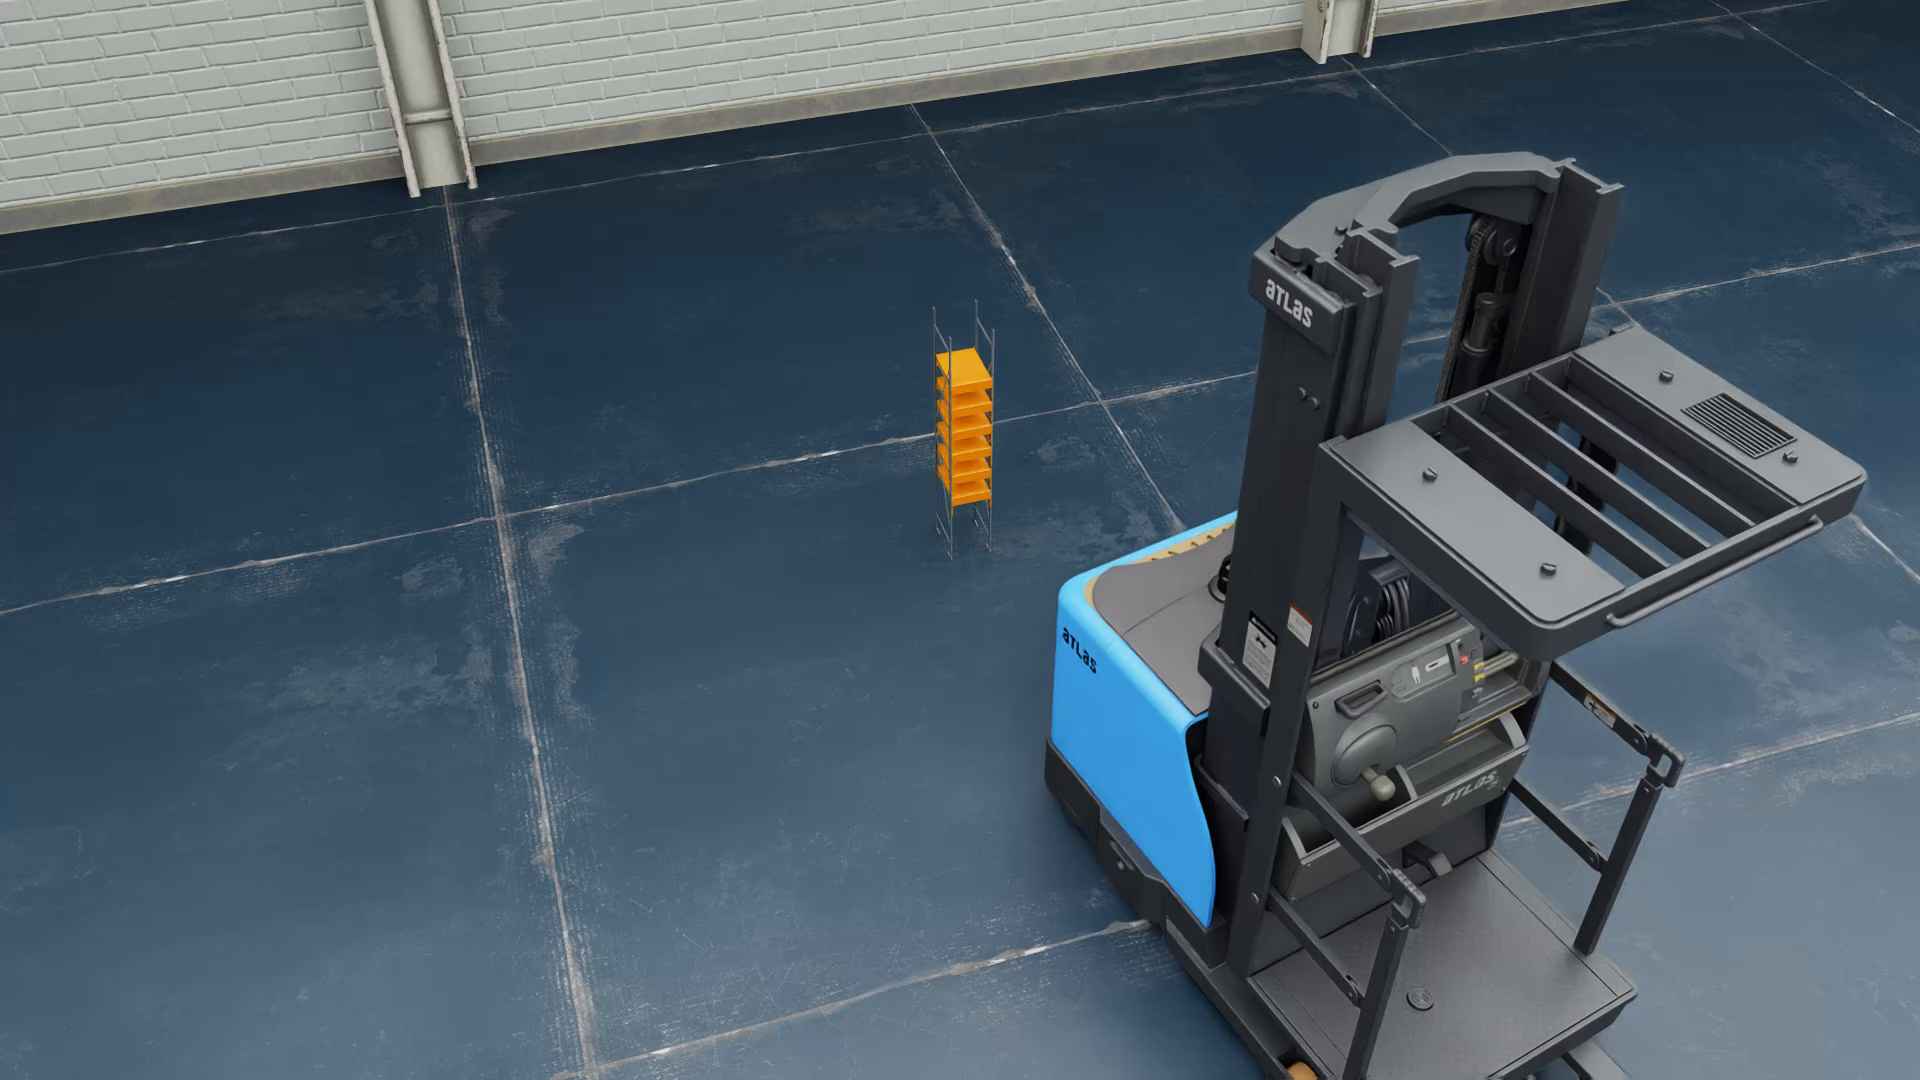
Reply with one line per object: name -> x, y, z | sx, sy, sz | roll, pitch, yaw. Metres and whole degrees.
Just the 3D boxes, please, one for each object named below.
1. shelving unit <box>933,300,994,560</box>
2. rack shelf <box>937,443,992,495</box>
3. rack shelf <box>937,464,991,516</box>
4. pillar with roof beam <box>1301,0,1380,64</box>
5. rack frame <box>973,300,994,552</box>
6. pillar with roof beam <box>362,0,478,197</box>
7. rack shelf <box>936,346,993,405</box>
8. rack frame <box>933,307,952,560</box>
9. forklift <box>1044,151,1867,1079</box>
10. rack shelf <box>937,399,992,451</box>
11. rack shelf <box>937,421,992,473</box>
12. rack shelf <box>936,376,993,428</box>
shelving unit -> 0.014, -0.455, 7.208 | 0.189, 1.200, 0.258 | -12, 42, -13
rack shelf -> 0.014, -0.331, 7.316 | 0.180, 0.103, 0.258 | -12, 42, -13
rack shelf -> 0.014, -0.241, 7.395 | 0.180, 0.103, 0.258 | -12, 42, -13
pillar with roof beam -> 3.873, -4.058, 5.405 | 0.400, 9.000, 9.100 | -12, 42, -13
rack frame -> 0.101, -0.473, 7.229 | 0.006, 1.200, 0.240 | -12, 42, -13
pillar with roof beam -> -1.850, -2.872, 4.047 | 0.400, 9.000, 9.100 | -12, 42, -13
rack shelf -> 0.014, -0.692, 7.000 | 0.180, 0.103, 0.258 | -12, 42, -13
rack frame -> -0.073, -0.437, 7.187 | 0.006, 1.200, 0.240 | -12, 42, -13
forklift -> 1.502, 0.533, 4.762 | 1.130, 2.935, 3.031 | -21, 45, -22
rack shelf -> 0.014, -0.512, 7.158 | 0.180, 0.103, 0.258 | -12, 42, -13
rack shelf -> 0.014, -0.421, 7.237 | 0.180, 0.103, 0.258 | -12, 42, -13
rack shelf -> 0.014, -0.602, 7.079 | 0.180, 0.103, 0.258 | -12, 42, -13
